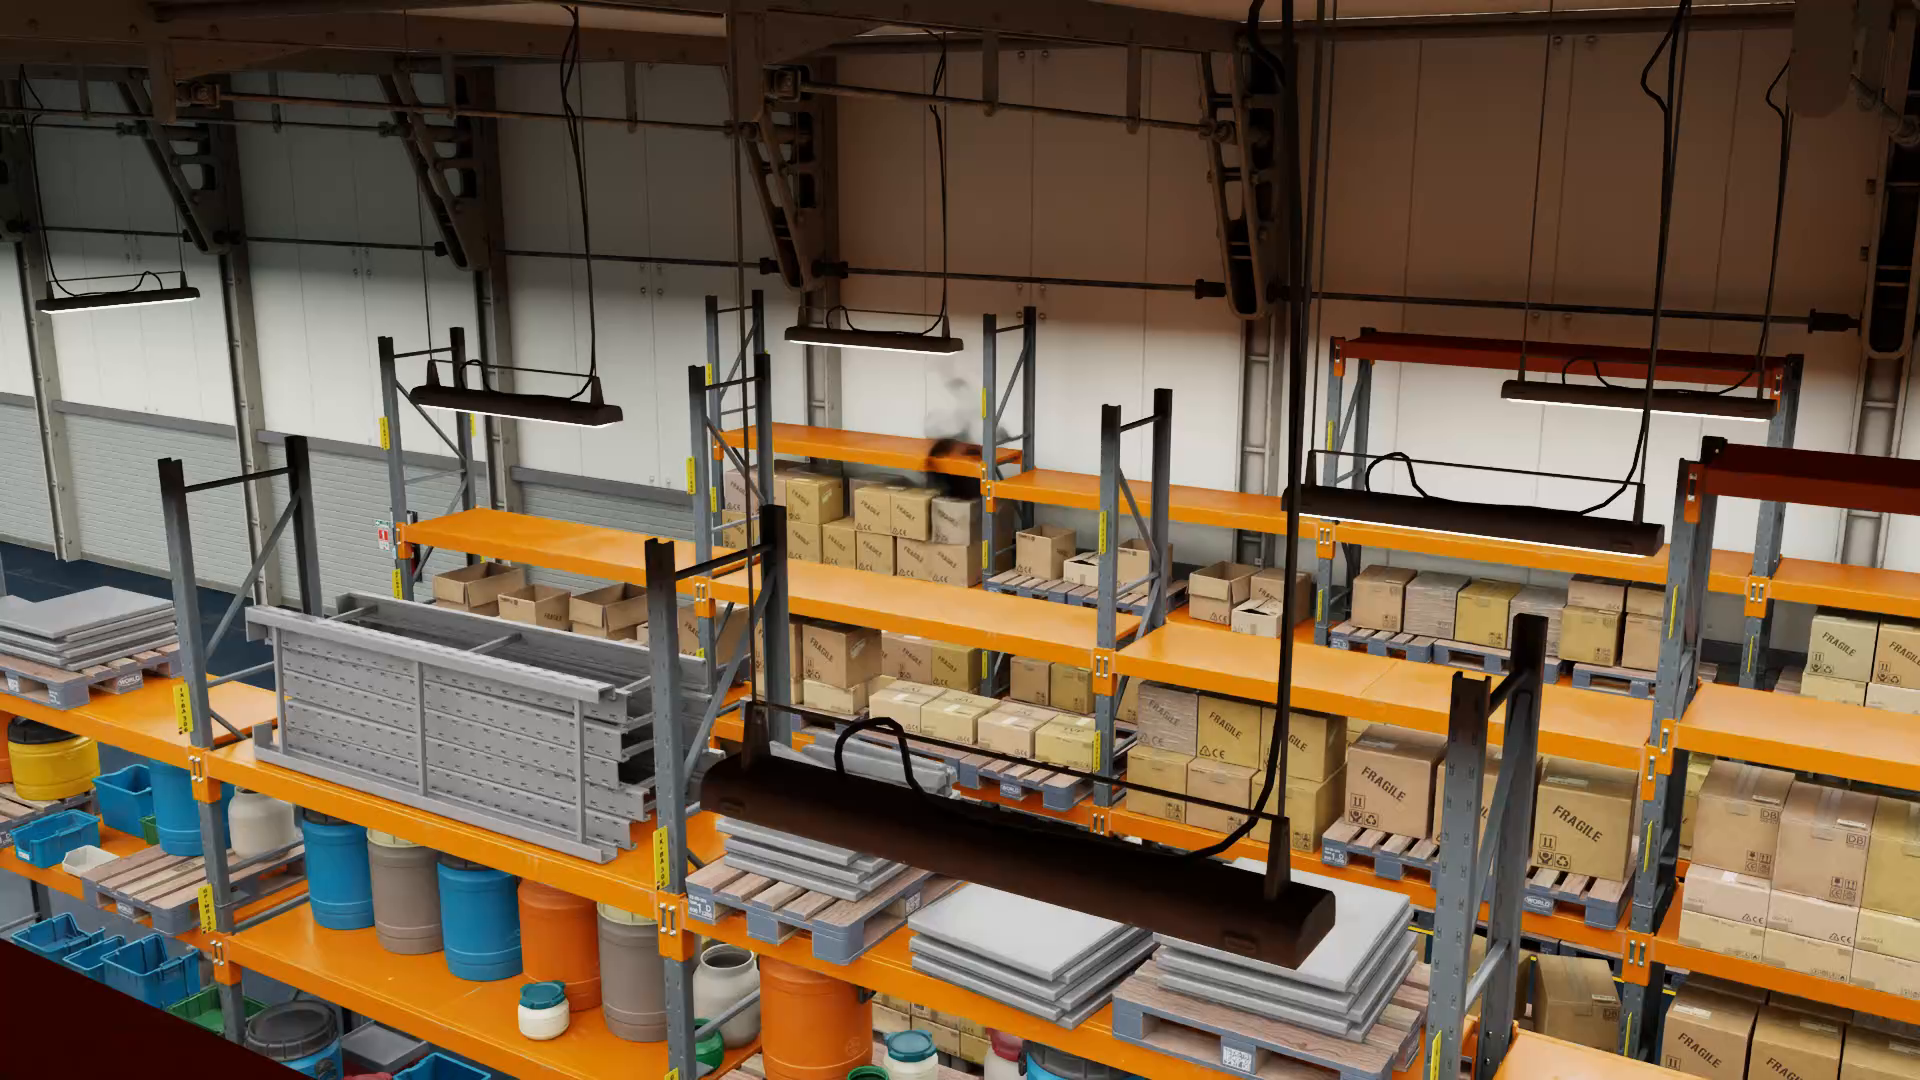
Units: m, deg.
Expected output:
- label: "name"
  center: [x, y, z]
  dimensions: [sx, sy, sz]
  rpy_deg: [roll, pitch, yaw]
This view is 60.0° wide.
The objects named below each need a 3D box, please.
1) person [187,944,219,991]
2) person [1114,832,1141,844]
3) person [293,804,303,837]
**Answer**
- label: "person"
  center: [-6.701, 3.687, 14.979]
  dimensions: [0.511, 1.615, 0.626]
  rpy_deg: [6, 15, 24]
- label: "person"
  center: [1.566, 3.424, 15.813]
  dimensions: [0.856, 1.760, 0.711]
  rpy_deg: [10, 17, 35]
- label: "person"
  center: [-7.538, 2.806, 18.434]
  dimensions: [0.563, 1.648, 0.606]
  rpy_deg: [-7, 15, -25]
